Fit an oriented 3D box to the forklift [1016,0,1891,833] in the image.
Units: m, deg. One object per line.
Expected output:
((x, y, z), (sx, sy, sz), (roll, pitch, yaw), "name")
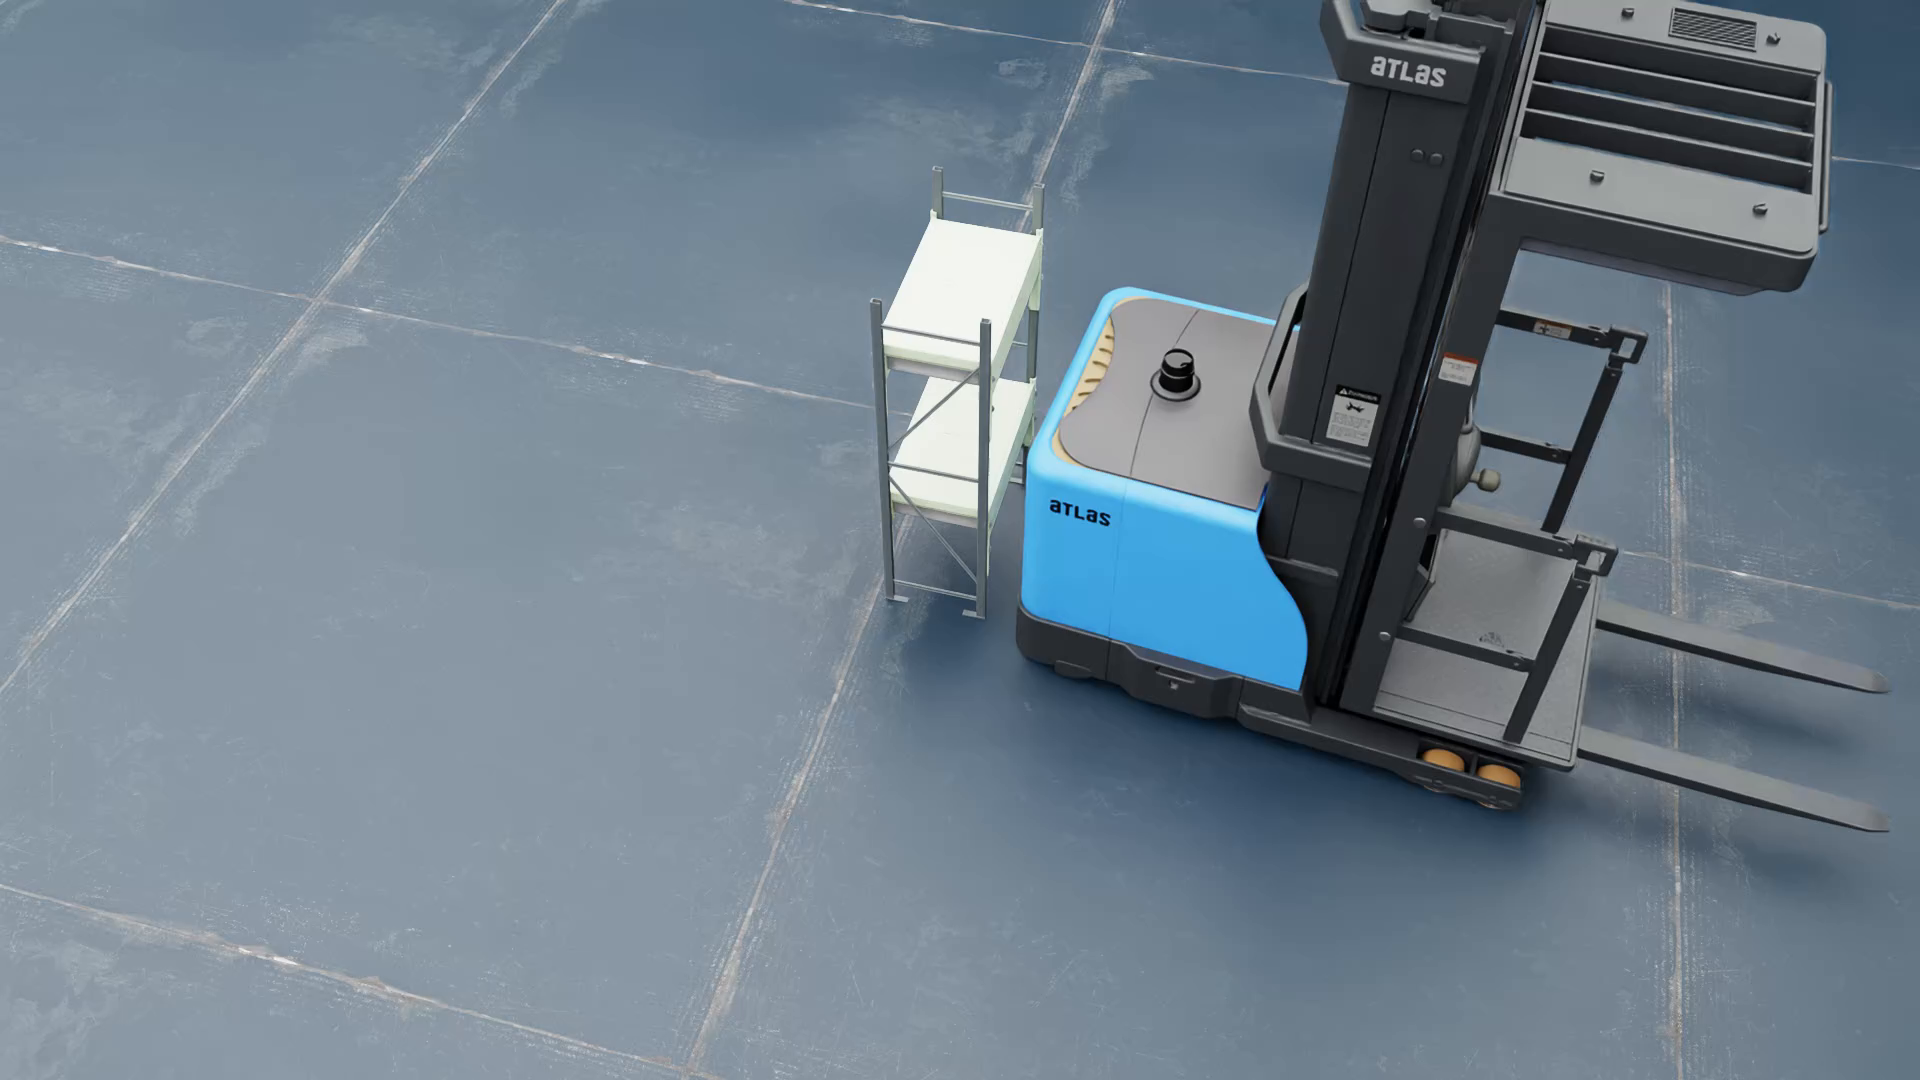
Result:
((1.781, -0.480, 5.138), (3.031, 2.935, 1.130), (15, 50, 13), "forklift")

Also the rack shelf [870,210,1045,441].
((0.002, -0.759, 5.818), (0.431, 0.370, 0.720), (12, 50, 10), "rack shelf")

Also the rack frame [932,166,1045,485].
((0.098, -0.766, 6.344), (0.400, 1.500, 0.023), (12, 50, 10), "rack frame")

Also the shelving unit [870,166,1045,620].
((0.002, -0.501, 6.111), (0.431, 1.500, 0.755), (12, 50, 10), "shelving unit")

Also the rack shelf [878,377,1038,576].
((0.002, -0.285, 6.355), (0.431, 0.370, 0.720), (12, 50, 10), "rack shelf")

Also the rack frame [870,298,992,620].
((-0.095, -0.236, 5.877), (0.400, 1.500, 0.023), (12, 50, 10), "rack frame")
